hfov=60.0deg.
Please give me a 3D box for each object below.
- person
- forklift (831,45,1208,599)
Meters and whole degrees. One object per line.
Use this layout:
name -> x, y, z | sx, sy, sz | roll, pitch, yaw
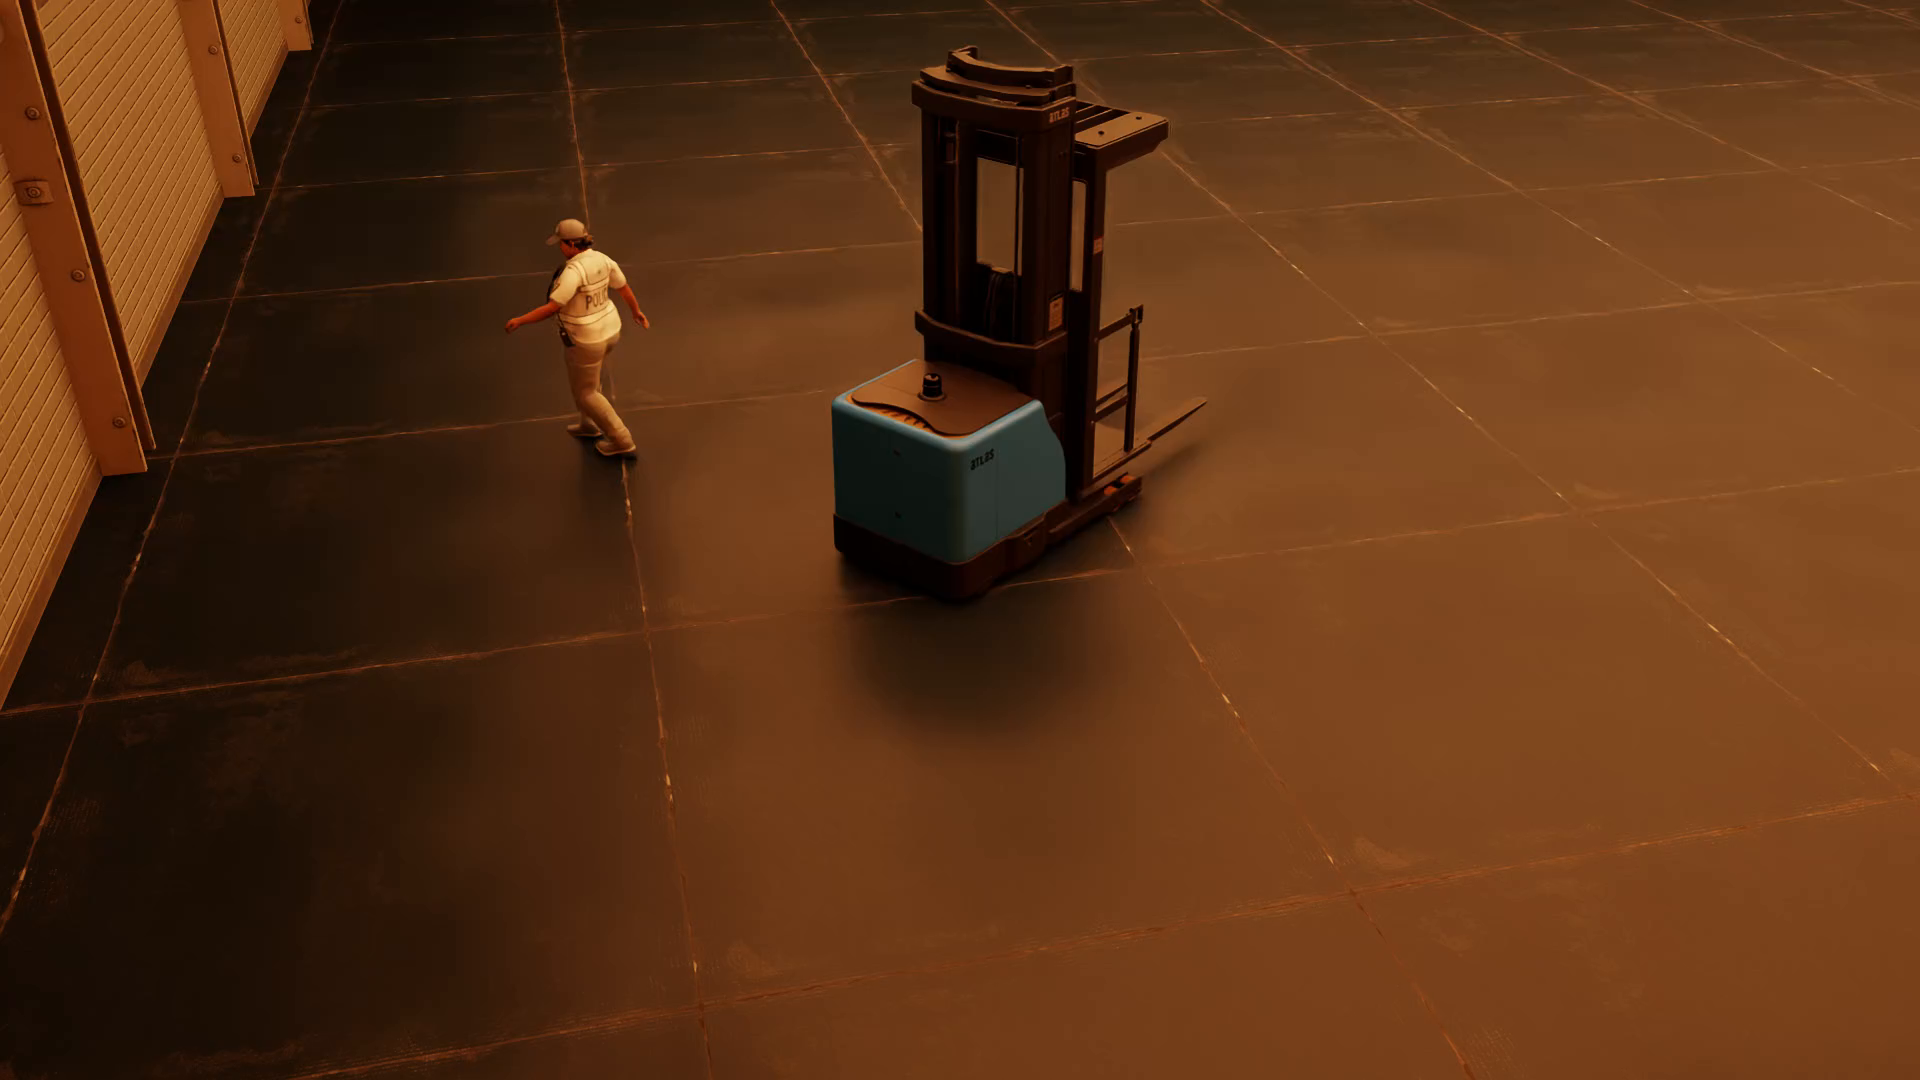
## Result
person -> -2.528, -1.389, 11.282 | 0.718, 1.644, 0.884 | 12, 32, 20
forklift -> 0.542, -1.592, 10.325 | 1.130, 2.935, 3.031 | 22, 37, 33
